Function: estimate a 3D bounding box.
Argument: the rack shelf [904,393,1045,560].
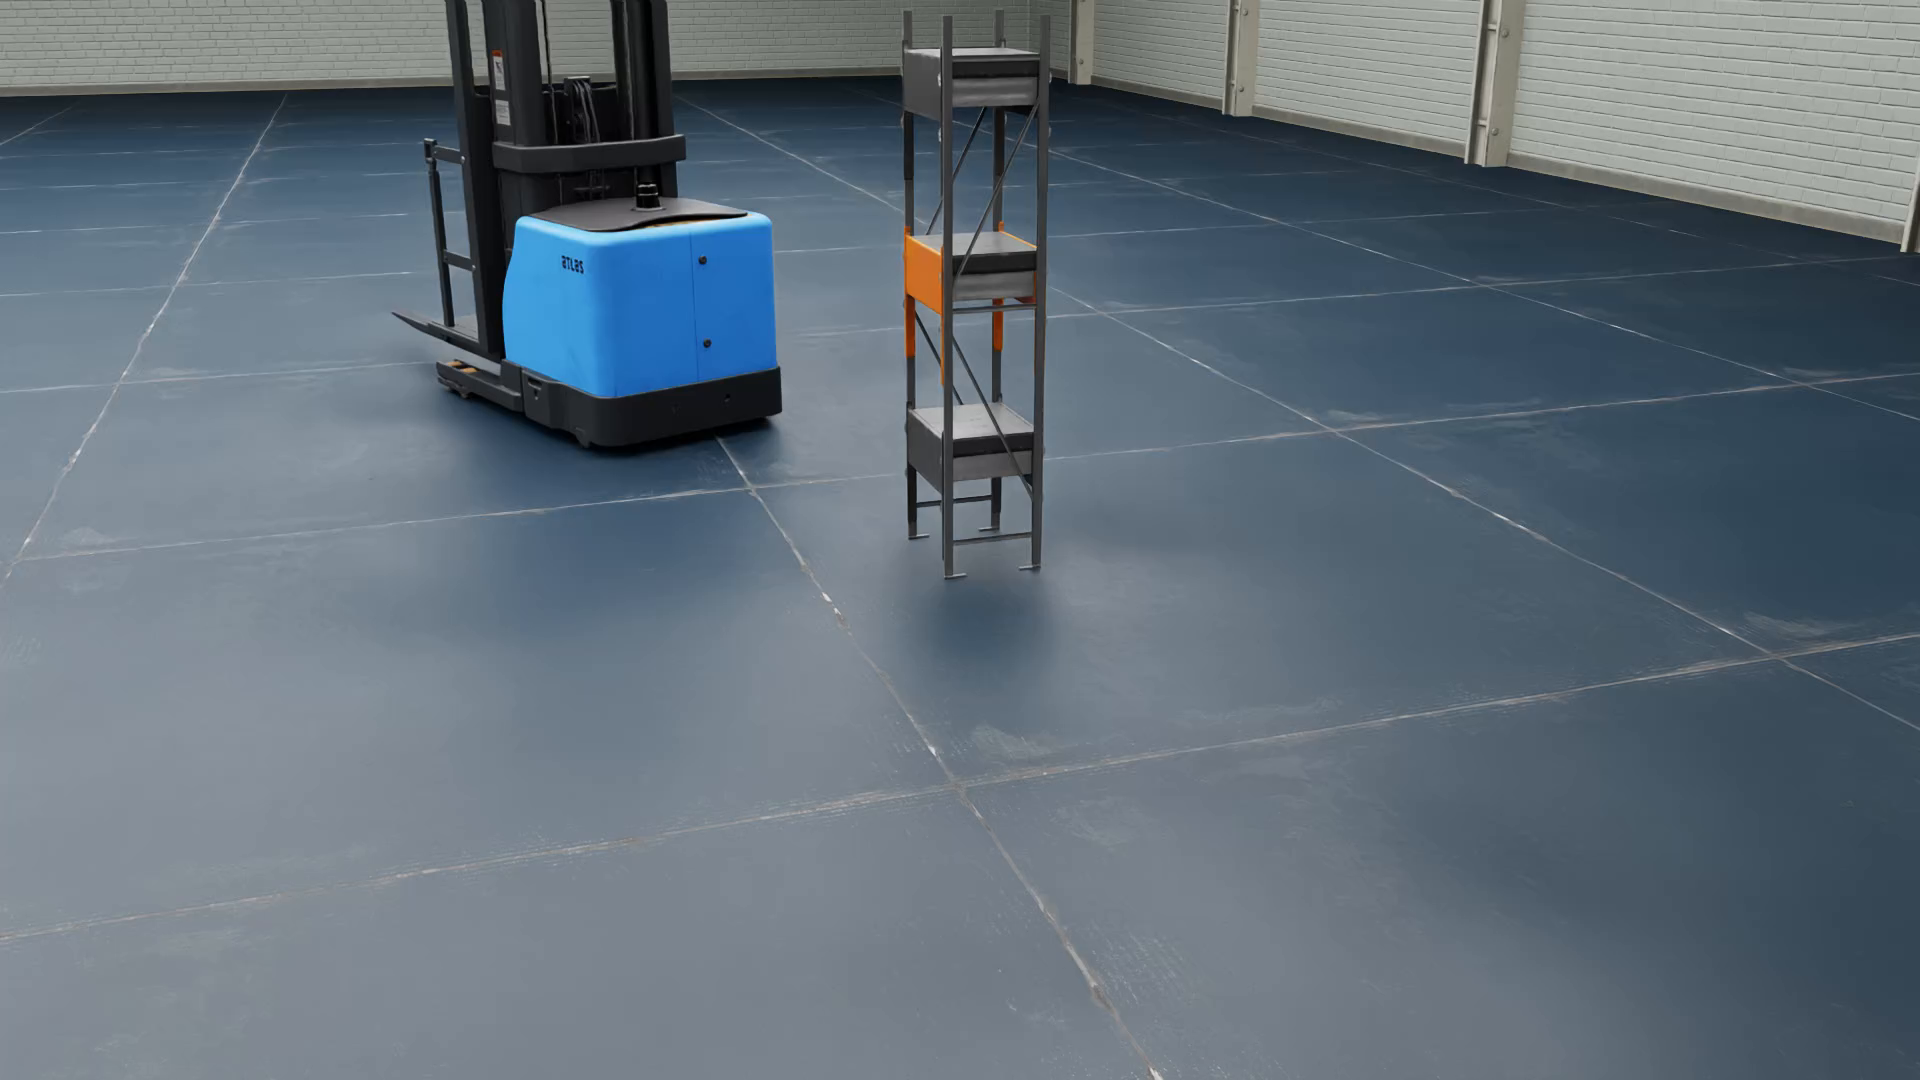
[{"bbox_3d":[0.052,-0.263,6.655,0.431,0.518,0.480,-6,21,-17],"label":"rack shelf"}]

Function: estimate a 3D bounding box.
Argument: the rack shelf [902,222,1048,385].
[{"bbox_3d":[0.052,-0.922,6.418,0.431,0.518,0.480,-6,21,-17],"label":"rack shelf"}]

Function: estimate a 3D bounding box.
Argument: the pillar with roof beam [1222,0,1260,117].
[{"bbox_3d":[-0.081,-9.909,21.191,9.100,9.000,0.400,-6,21,-17],"label":"pillar with roof beam"}]

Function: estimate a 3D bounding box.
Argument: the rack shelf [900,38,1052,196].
[{"bbox_3d":[0.052,-1.581,6.182,0.431,0.518,0.480,-6,21,-17],"label":"rack shelf"}]

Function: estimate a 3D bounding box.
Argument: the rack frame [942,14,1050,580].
[{"bbox_3d":[0.129,-0.857,6.196,0.400,2.100,0.015,-6,21,-17],"label":"rack frame"}]

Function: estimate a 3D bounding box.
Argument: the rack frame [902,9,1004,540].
[{"bbox_3d":[-0.025,-1.013,6.632,0.400,2.100,0.015,-6,21,-17],"label":"rack frame"}]

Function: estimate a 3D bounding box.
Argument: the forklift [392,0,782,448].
[{"bbox_3d":[-2.245,-2.249,8.841,1.130,2.935,3.031,-16,25,-37],"label":"forklift"}]

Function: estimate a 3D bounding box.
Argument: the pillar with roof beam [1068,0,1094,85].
[{"bbox_3d":[-1.966,-11.834,26.552,9.100,9.000,0.400,-6,21,-17],"label":"pillar with roof beam"}]

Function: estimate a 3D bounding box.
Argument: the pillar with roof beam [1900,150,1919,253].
[{"bbox_3d":[3.691,-6.058,10.470,9.100,9.000,0.400,-6,21,-17],"label":"pillar with roof beam"}]

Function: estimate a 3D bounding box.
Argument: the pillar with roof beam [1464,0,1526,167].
[{"bbox_3d":[1.805,-7.983,15.830,9.100,9.000,0.400,-6,21,-17],"label":"pillar with roof beam"}]

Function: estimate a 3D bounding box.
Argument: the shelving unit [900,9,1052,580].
[{"bbox_3d":[0.052,-0.935,6.414,0.431,2.100,0.503,-6,21,-17],"label":"shelving unit"}]
